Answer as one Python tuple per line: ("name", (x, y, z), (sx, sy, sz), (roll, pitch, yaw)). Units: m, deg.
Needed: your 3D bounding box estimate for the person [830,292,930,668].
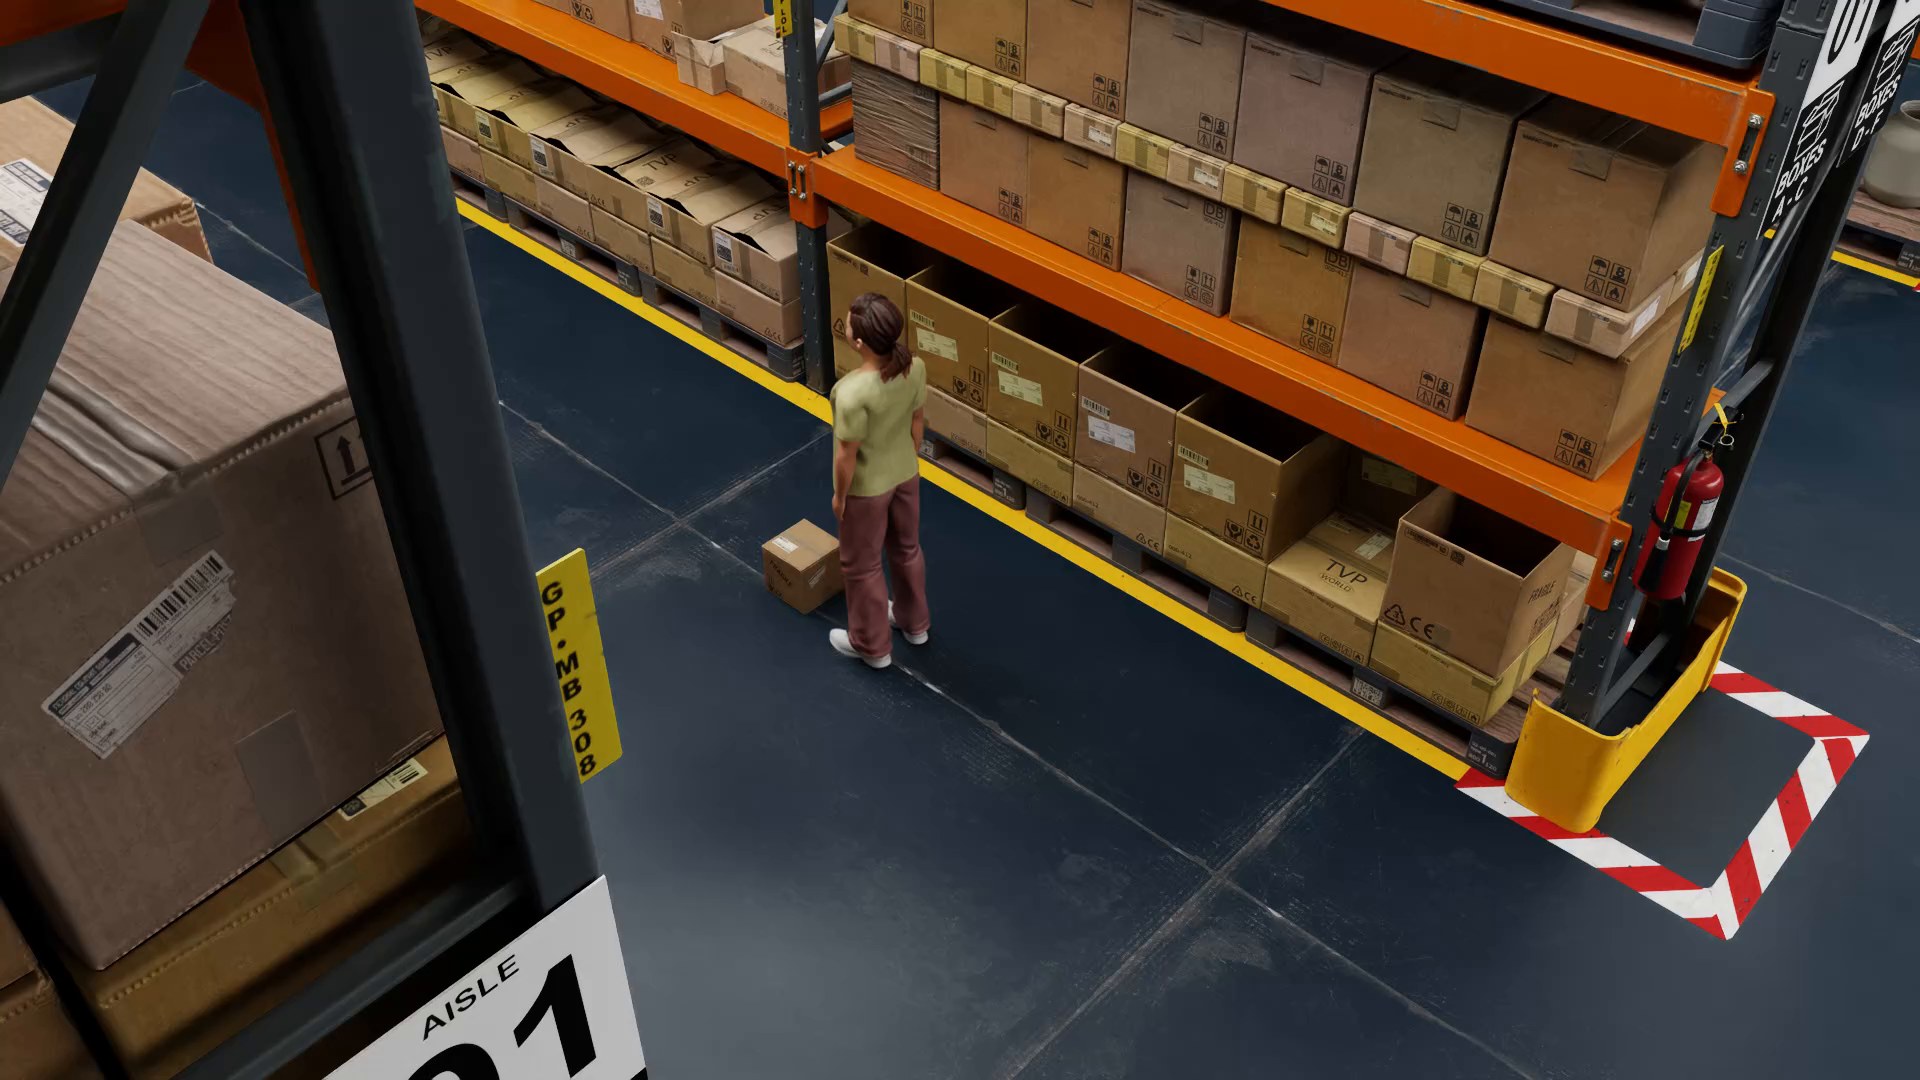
("person", (-0.317, -0.217, 6.424), (0.359, 1.673, 0.439), (32, 49, 33))
